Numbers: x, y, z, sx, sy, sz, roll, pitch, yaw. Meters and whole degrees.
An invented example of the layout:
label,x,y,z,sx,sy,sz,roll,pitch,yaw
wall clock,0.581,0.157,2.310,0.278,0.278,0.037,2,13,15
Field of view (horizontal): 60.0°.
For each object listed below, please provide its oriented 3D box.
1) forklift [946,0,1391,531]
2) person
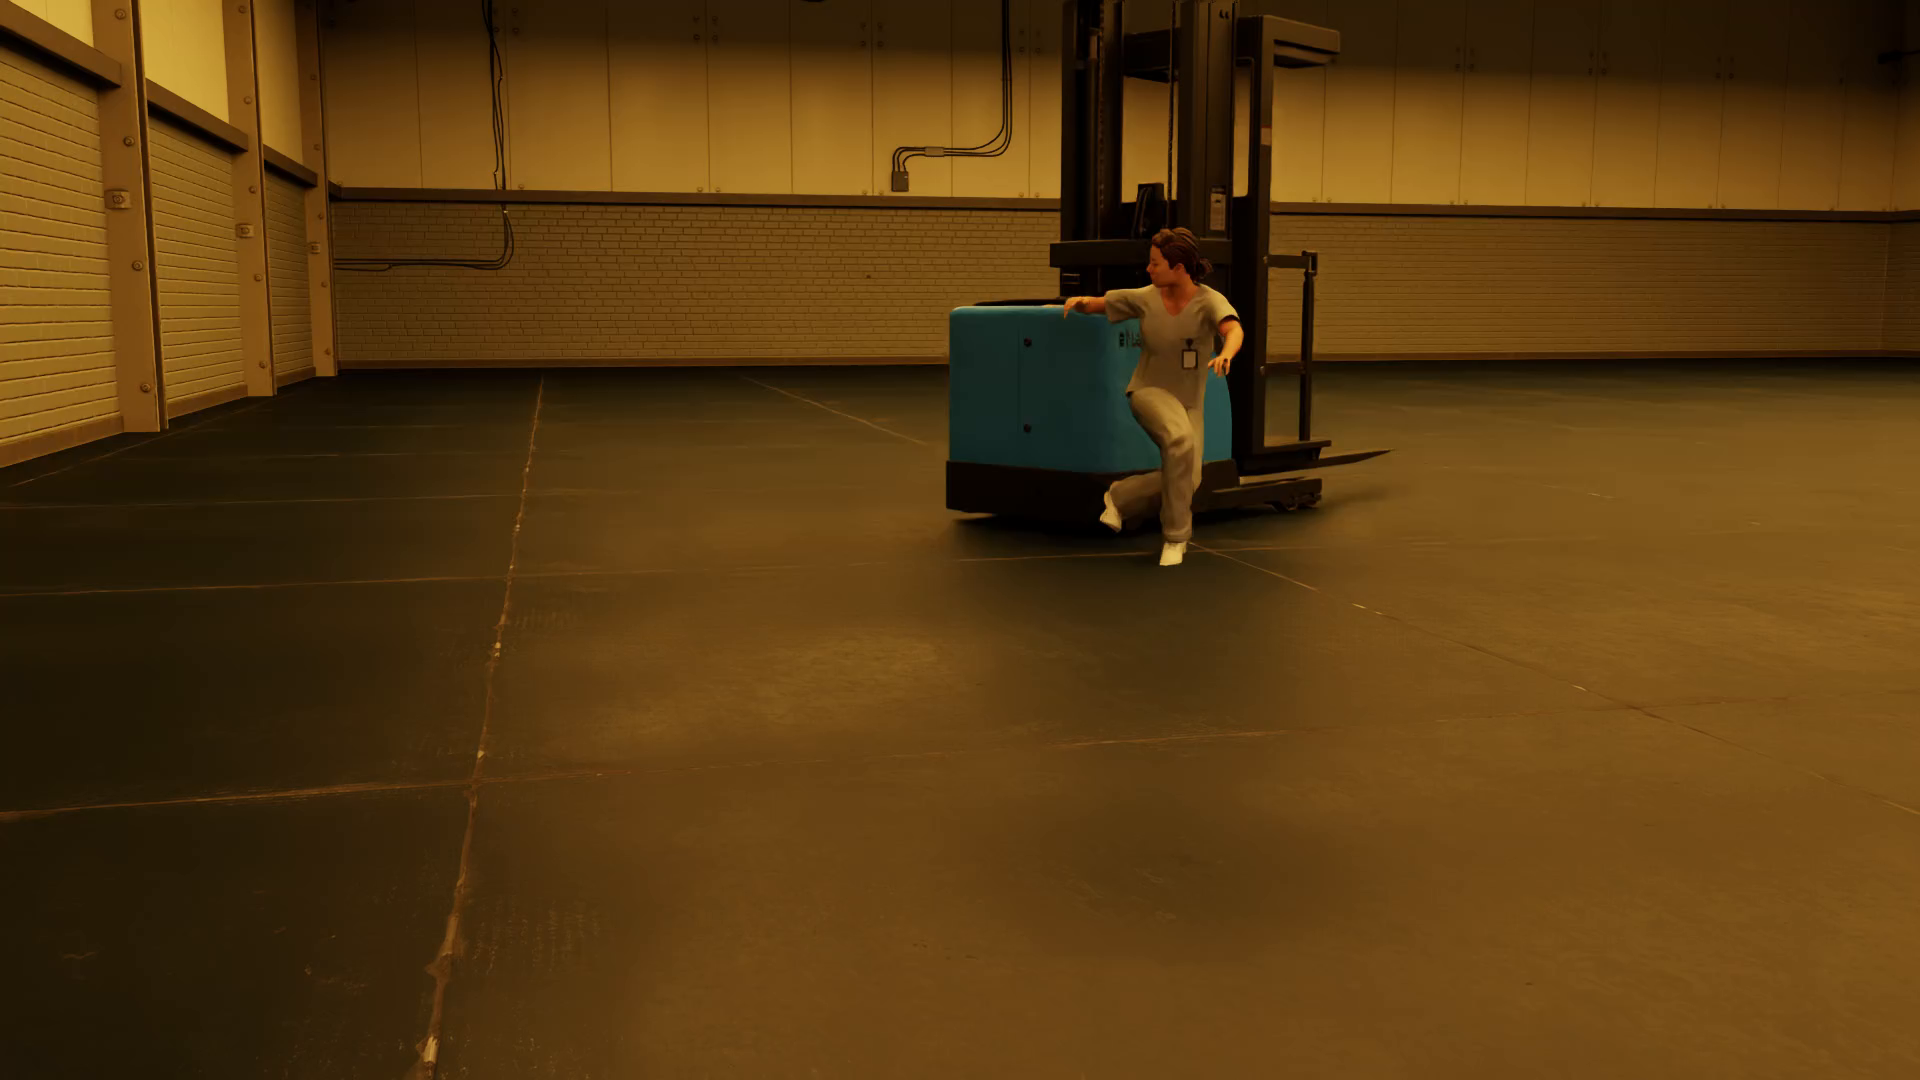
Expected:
label,x,y,z,sx,sy,sz,roll,pitch,yaw
forklift,1.302,-1.646,8.891,1.130,2.935,3.031,7,11,42
person,0.798,-0.604,7.048,0.734,1.419,1.052,-1,8,-4
